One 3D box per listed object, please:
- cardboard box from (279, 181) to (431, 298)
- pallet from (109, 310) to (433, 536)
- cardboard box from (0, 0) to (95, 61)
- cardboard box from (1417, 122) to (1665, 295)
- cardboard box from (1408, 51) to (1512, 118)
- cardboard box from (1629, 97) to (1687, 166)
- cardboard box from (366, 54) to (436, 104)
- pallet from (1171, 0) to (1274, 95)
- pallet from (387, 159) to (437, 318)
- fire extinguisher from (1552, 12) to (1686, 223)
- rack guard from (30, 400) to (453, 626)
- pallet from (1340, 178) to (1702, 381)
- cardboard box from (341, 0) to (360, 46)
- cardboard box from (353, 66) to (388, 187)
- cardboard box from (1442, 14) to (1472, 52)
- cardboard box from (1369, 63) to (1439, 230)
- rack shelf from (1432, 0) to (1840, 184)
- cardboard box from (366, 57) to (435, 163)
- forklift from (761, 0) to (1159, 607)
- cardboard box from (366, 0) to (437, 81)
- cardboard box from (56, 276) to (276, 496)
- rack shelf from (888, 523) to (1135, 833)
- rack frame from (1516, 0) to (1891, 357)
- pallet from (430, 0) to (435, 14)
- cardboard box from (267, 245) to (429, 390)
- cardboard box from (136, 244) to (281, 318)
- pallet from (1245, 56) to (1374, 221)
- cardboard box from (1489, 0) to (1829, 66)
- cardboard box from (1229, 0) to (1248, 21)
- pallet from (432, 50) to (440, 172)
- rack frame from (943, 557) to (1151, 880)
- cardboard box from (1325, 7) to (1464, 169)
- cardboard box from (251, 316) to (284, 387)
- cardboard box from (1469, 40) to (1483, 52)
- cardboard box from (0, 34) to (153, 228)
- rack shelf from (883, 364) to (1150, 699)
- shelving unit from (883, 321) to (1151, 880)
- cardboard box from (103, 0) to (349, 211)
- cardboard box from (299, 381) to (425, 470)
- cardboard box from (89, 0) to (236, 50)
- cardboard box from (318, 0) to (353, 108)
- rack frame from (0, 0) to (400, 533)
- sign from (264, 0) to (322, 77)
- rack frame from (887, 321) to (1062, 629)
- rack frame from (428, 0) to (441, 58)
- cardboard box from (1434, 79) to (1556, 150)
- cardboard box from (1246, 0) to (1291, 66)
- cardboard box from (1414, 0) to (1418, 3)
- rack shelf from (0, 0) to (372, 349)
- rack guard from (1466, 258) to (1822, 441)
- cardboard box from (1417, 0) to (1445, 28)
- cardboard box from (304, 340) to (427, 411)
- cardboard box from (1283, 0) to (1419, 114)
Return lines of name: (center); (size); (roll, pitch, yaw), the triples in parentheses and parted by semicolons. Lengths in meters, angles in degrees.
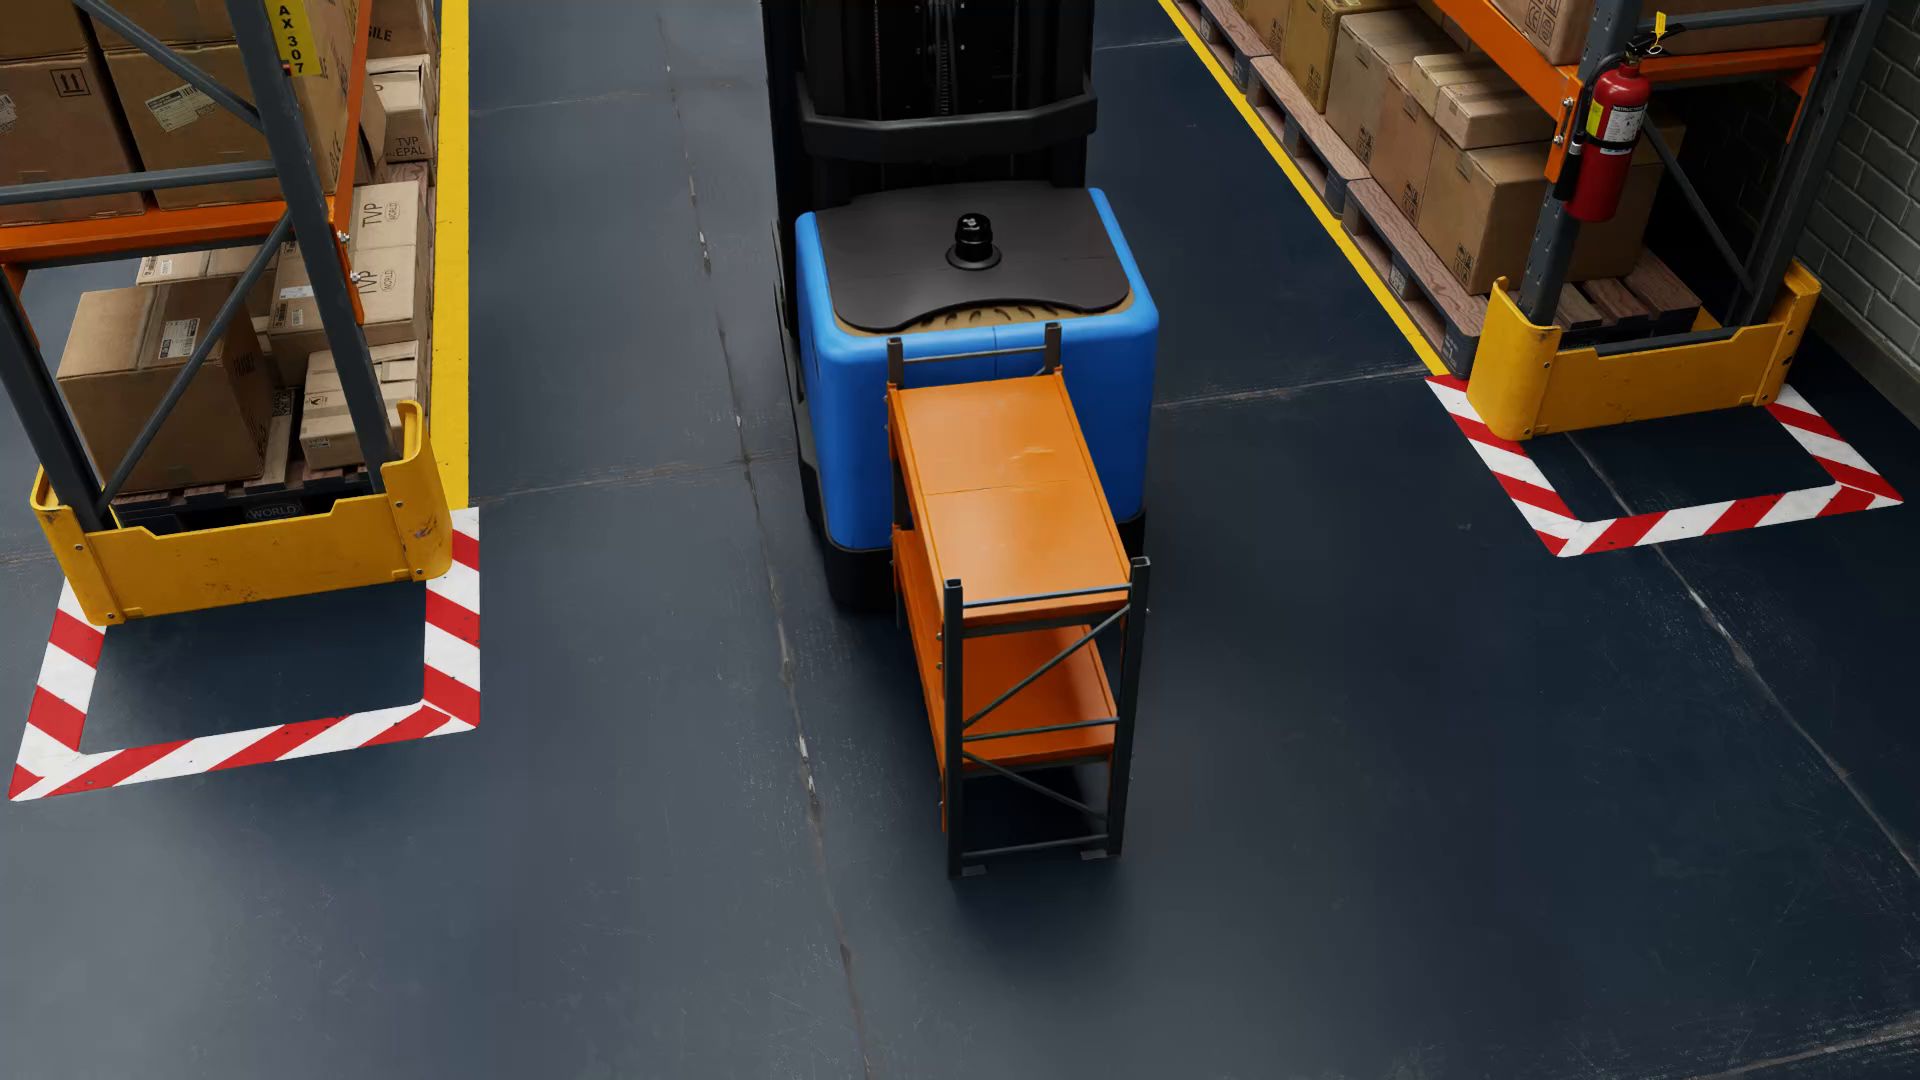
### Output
cardboard box: (-2.364, -1.155, 6.532); (0.500, 0.250, 0.500); (-8, 42, -9)
pallet: (-2.497, -0.501, 6.155); (1.003, 0.211, 1.213); (-8, 42, -9)
cardboard box: (-2.672, -1.638, 4.507); (0.500, 0.500, 0.500); (-9, 42, -10)
cardboard box: (2.279, -1.351, 6.580); (0.700, 0.500, 0.500); (-8, 42, -9)
cardboard box: (2.018, -1.817, 6.615); (0.380, 0.149, 0.250); (-7, 42, -8)
cardboard box: (2.502, -1.542, 6.305); (0.380, 0.149, 0.250); (-8, 42, -9)
cardboard box: (-2.632, -2.106, 7.679); (0.380, 0.149, 0.250); (-8, 42, -9)
pallet: (1.753, -2.736, 8.673); (1.003, 0.211, 1.213); (-8, 42, -9)
pallet: (-2.757, -1.290, 7.044); (1.003, 0.211, 1.213); (-8, 42, -9)
fire extinguisher: (2.110, -1.358, 5.359); (0.296, 0.674, 0.183); (-8, 42, -9)
rack guard: (-2.324, -0.092, 5.477); (1.175, 0.500, 0.348); (-8, 42, -9)
pallet: (2.279, -1.154, 6.891); (1.003, 0.211, 1.213); (-8, 42, -9)
cardboard box: (-2.368, -2.000, 5.668); (0.500, 0.500, 0.500); (-8, 42, -9)
cardboard box: (-2.761, -1.584, 6.824); (0.797, 0.503, 0.637); (-8, 42, -9)
cardboard box: (2.282, -2.197, 7.044); (0.380, 0.149, 0.250); (-8, 42, -9)
cardboard box: (2.171, -1.676, 6.945); (0.700, 0.500, 0.500); (-8, 42, -9)
rack shelf: (2.096, -2.717, 7.093); (1.077, 0.370, 4.000); (-8, 42, -9)
cardboard box: (-2.609, -1.915, 7.341); (0.500, 0.311, 0.500); (-8, 42, -9)
forklift: (-0.143, -1.863, 5.641); (1.130, 2.935, 3.031); (-6, 42, -7)
cardboard box: (-2.771, -2.471, 7.826); (0.500, 0.500, 0.500); (-8, 42, -9)
cardboard box: (-2.666, -0.524, 5.633); (0.500, 0.500, 0.500); (-8, 42, -9)
rack shelf: (0.125, 0.348, 4.879); (0.538, 0.278, 1.000); (-6, 42, -7)
rack frame: (2.528, -1.690, 5.394); (1.000, 3.000, 0.127); (-8, 42, -9)
pallet: (-3.384, -3.049, 9.026); (1.003, 0.211, 1.213); (-8, 42, -9)
cardboard box: (-2.256, -0.831, 6.167); (0.500, 0.250, 0.500); (-8, 42, -9)
cardboard box: (-2.842, -1.051, 6.414); (0.500, 0.250, 0.500); (-8, 42, -9)
pallet: (2.019, -1.943, 7.780); (1.003, 0.211, 1.213); (-8, 42, -9)
cardboard box: (2.408, -2.131, 5.665); (0.980, 0.700, 0.700); (-7, 42, -7)
cardboard box: (1.726, -3.005, 8.443); (0.700, 0.500, 0.500); (-8, 42, -9)
pallet: (-3.024, -2.082, 7.937); (1.003, 0.211, 1.213); (-8, 42, -9)
rack frame: (0.209, 0.498, 4.342); (0.500, 1.125, 0.032); (-6, 42, -7)
cardboard box: (2.062, -2.002, 7.312); (0.700, 0.500, 0.500); (-10, 42, -11)
cardboard box: (-2.665, -0.675, 6.054); (0.380, 0.166, 0.250); (-8, 42, -9)
cardboard box: (2.338, -2.032, 6.858); (0.380, 0.149, 0.250); (-8, 42, -9)
cardboard box: (-2.670, -1.266, 4.842); (0.500, 0.500, 0.500); (-7, 42, -8)
rack shelf: (0.125, -0.054, 4.523); (0.538, 0.278, 1.000); (-6, 42, -7)
shelving unit: (0.125, 0.165, 4.717); (0.538, 1.125, 1.048); (-6, 42, -7)
cardboard box: (-2.146, -1.340, 4.925); (0.500, 0.500, 0.500); (-8, 42, -8)
cardboard box: (-2.063, -0.397, 5.753); (0.380, 0.149, 0.250); (-8, 42, -9)
cardboard box: (-2.146, -1.714, 4.593); (0.500, 0.500, 0.500); (-7, 42, -8)
cardboard box: (-2.263, -1.674, 5.301); (0.500, 0.500, 0.500); (-9, 42, -10)
rack frame: (-2.308, -0.978, 4.592); (1.000, 3.000, 0.127); (-8, 42, -9)
sign: (-1.778, -1.379, 4.392); (0.100, 0.325, 0.005); (-8, 42, -9)
rack frame: (0.041, -0.168, 5.092); (0.500, 1.125, 0.032); (-6, 42, -7)
rack frame: (-3.171, -3.570, 7.513); (1.000, 3.000, 0.127); (-8, 42, -9)
cardboard box: (2.074, -1.651, 6.429); (0.380, 0.149, 0.250); (-9, 42, -10)
cardboard box: (1.831, -2.679, 8.075); (0.700, 0.500, 0.500); (-9, 42, -10)
cardboard box: (2.172, -2.527, 7.416); (0.380, 0.149, 0.250); (-9, 42, -10)
rack shelf: (-2.740, -2.005, 6.291); (1.077, 0.370, 4.000); (-8, 42, -9)
rack guard: (2.533, -0.739, 6.206); (1.175, 0.500, 0.348); (-8, 42, -9)
cardboard box: (2.226, -2.363, 7.231); (0.380, 0.149, 0.250); (-8, 42, -9)
cardboard box: (-2.117, -0.565, 5.930); (0.380, 0.166, 0.250); (-8, 42, -9)
cardboard box: (1.940, -2.346, 7.700); (0.700, 0.500, 0.500); (-7, 42, -8)
